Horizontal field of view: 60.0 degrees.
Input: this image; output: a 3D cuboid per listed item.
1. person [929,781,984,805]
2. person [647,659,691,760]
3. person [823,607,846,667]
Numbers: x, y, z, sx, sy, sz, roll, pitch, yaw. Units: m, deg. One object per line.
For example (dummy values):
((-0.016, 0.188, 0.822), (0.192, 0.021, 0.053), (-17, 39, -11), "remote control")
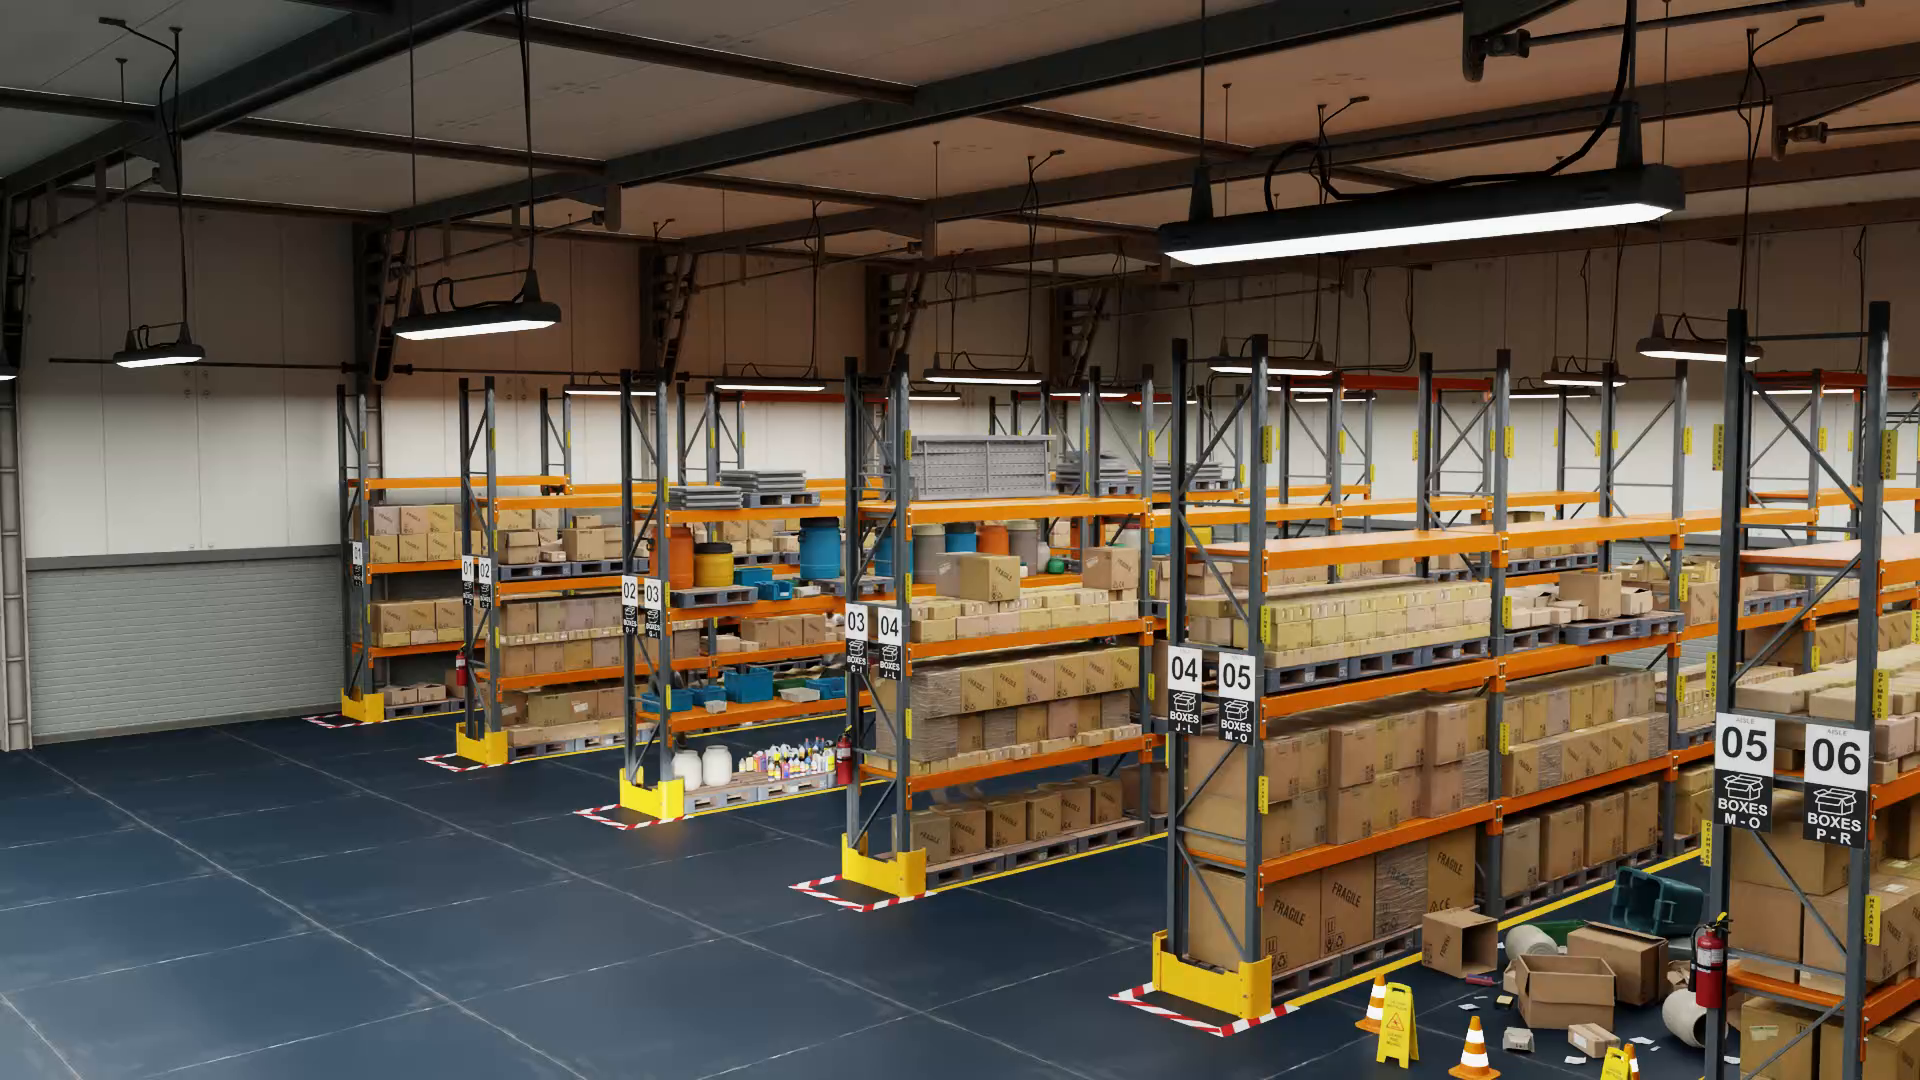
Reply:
((-0.048, 2.952, 21.715), (1.127, 1.556, 0.670), (-2, 4, -27), "person")
((-4.591, 2.630, 26.191), (0.642, 1.660, 0.769), (0, 4, -1), "person")
((-2.565, 2.089, 33.898), (0.682, 1.730, 0.712), (3, 5, 34), "person")
